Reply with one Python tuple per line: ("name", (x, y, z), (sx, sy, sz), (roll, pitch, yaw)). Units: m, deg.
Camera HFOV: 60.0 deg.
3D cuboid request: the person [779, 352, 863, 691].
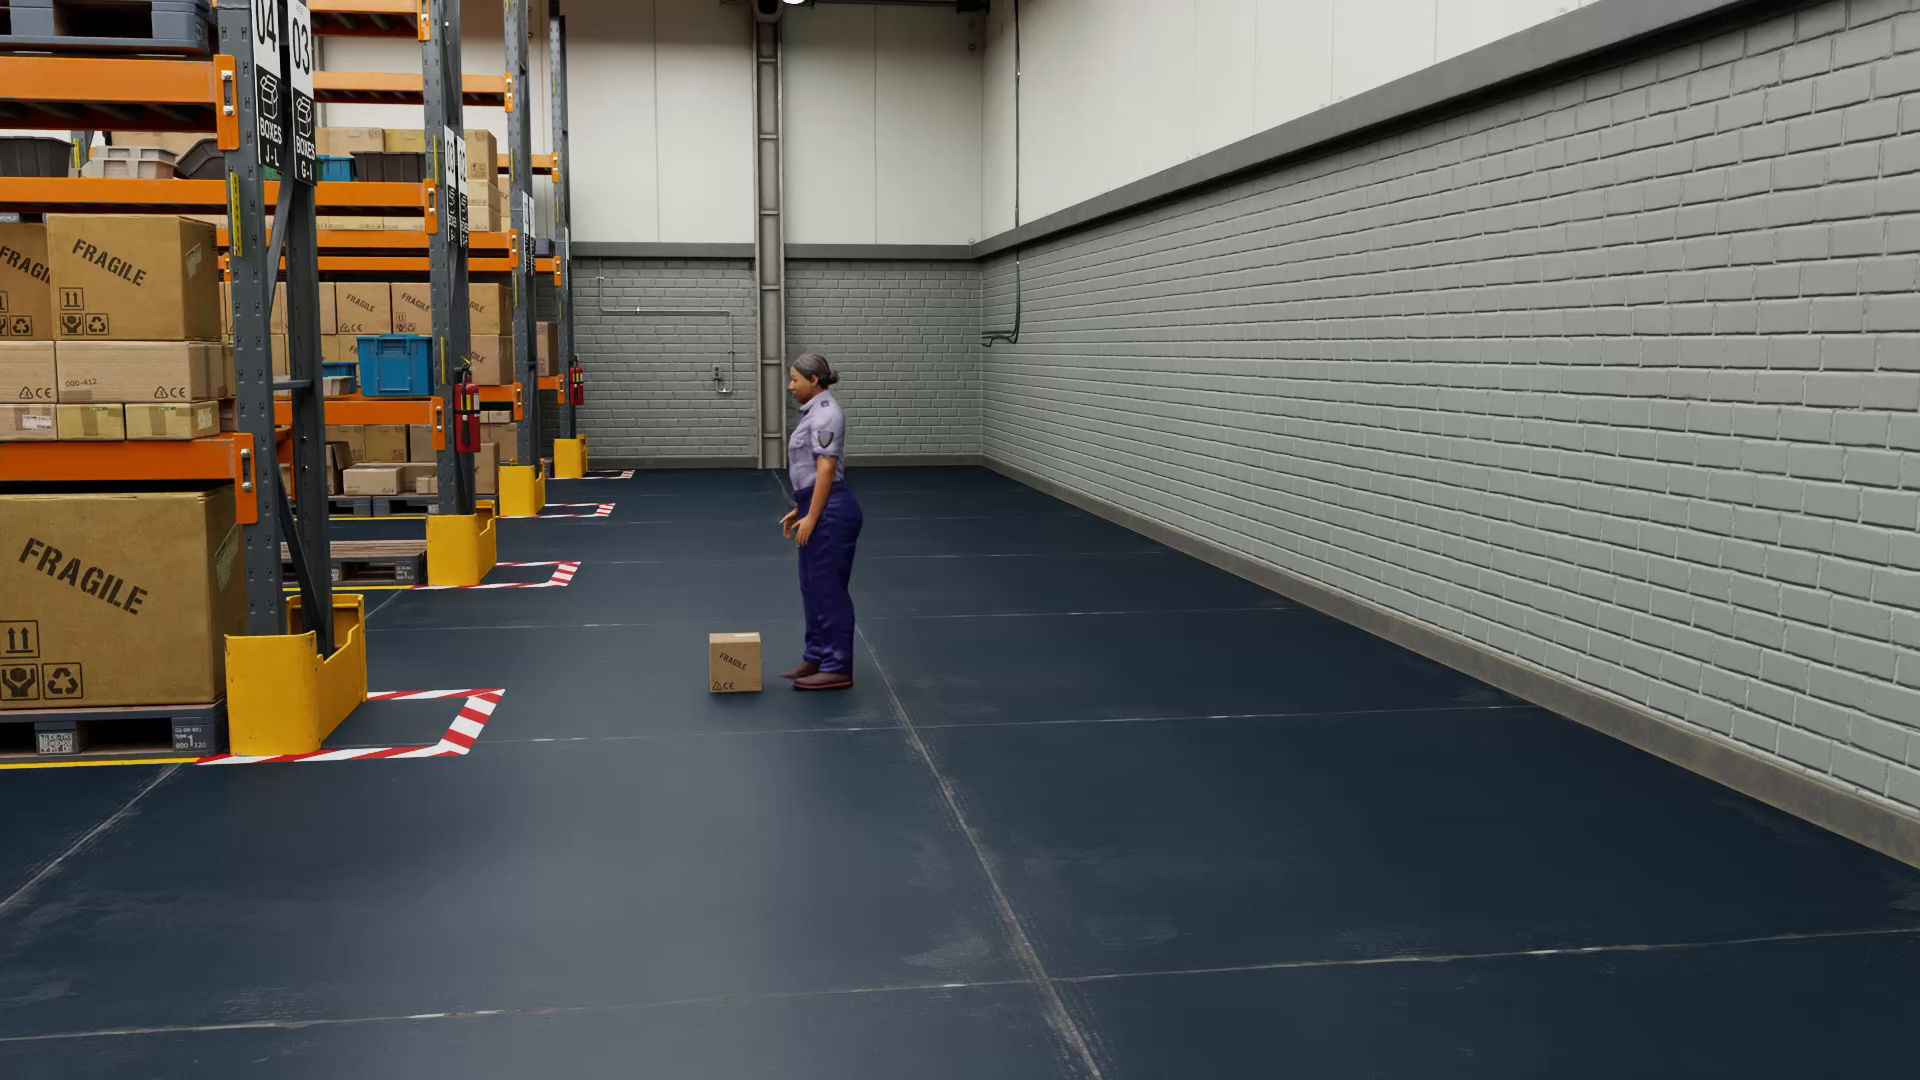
("person", (-0.698, -0.090, 8.247), (0.411, 1.676, 0.526), (-1, 7, -9))
